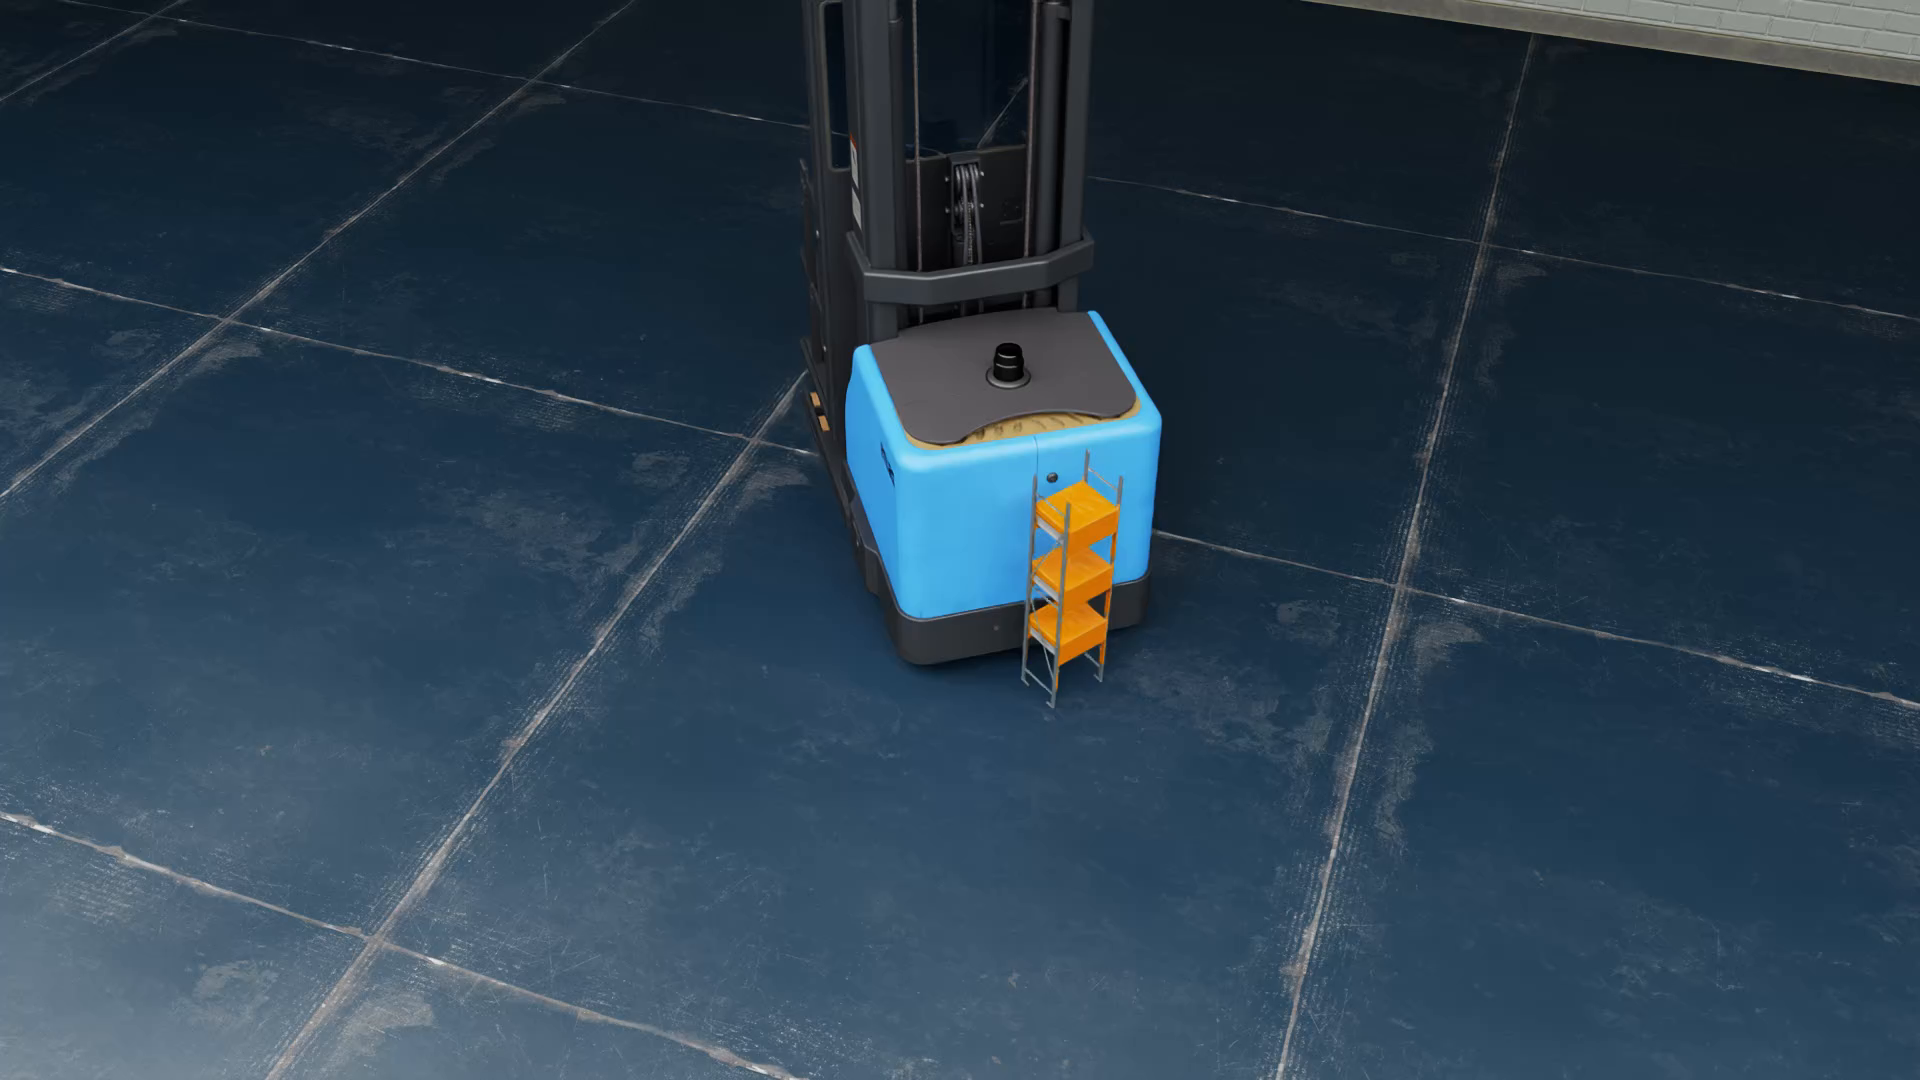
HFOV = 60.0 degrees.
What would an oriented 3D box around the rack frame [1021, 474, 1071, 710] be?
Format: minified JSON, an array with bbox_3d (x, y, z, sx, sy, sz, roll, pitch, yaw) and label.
[{"bbox_3d":[0.314,0.214,6.185,0.008,1.050,0.200,-26,49,-27],"label":"rack frame"}]

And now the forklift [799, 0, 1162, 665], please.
[{"bbox_3d":[-0.110,-1.588,6.854,1.130,2.935,3.031,-10,41,-11],"label":"forklift"}]

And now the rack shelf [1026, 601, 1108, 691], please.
[{"bbox_3d":[0.406,0.381,6.434,0.240,0.259,0.215,-26,49,-27],"label":"rack shelf"}]

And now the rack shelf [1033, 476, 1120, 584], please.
[{"bbox_3d":[0.416,-0.038,6.060,0.240,0.259,0.215,-26,49,-27],"label":"rack shelf"}]

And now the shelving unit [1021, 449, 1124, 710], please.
[{"bbox_3d":[0.411,0.166,6.242,0.252,1.050,0.215,-26,49,-27],"label":"shelving unit"}]

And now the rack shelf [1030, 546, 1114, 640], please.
[{"bbox_3d":[0.411,0.174,6.249,0.240,0.259,0.215,-26,49,-27],"label":"rack shelf"}]

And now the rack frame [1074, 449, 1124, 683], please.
[{"bbox_3d":[0.508,0.118,6.298,0.008,1.050,0.200,-26,49,-27],"label":"rack frame"}]
